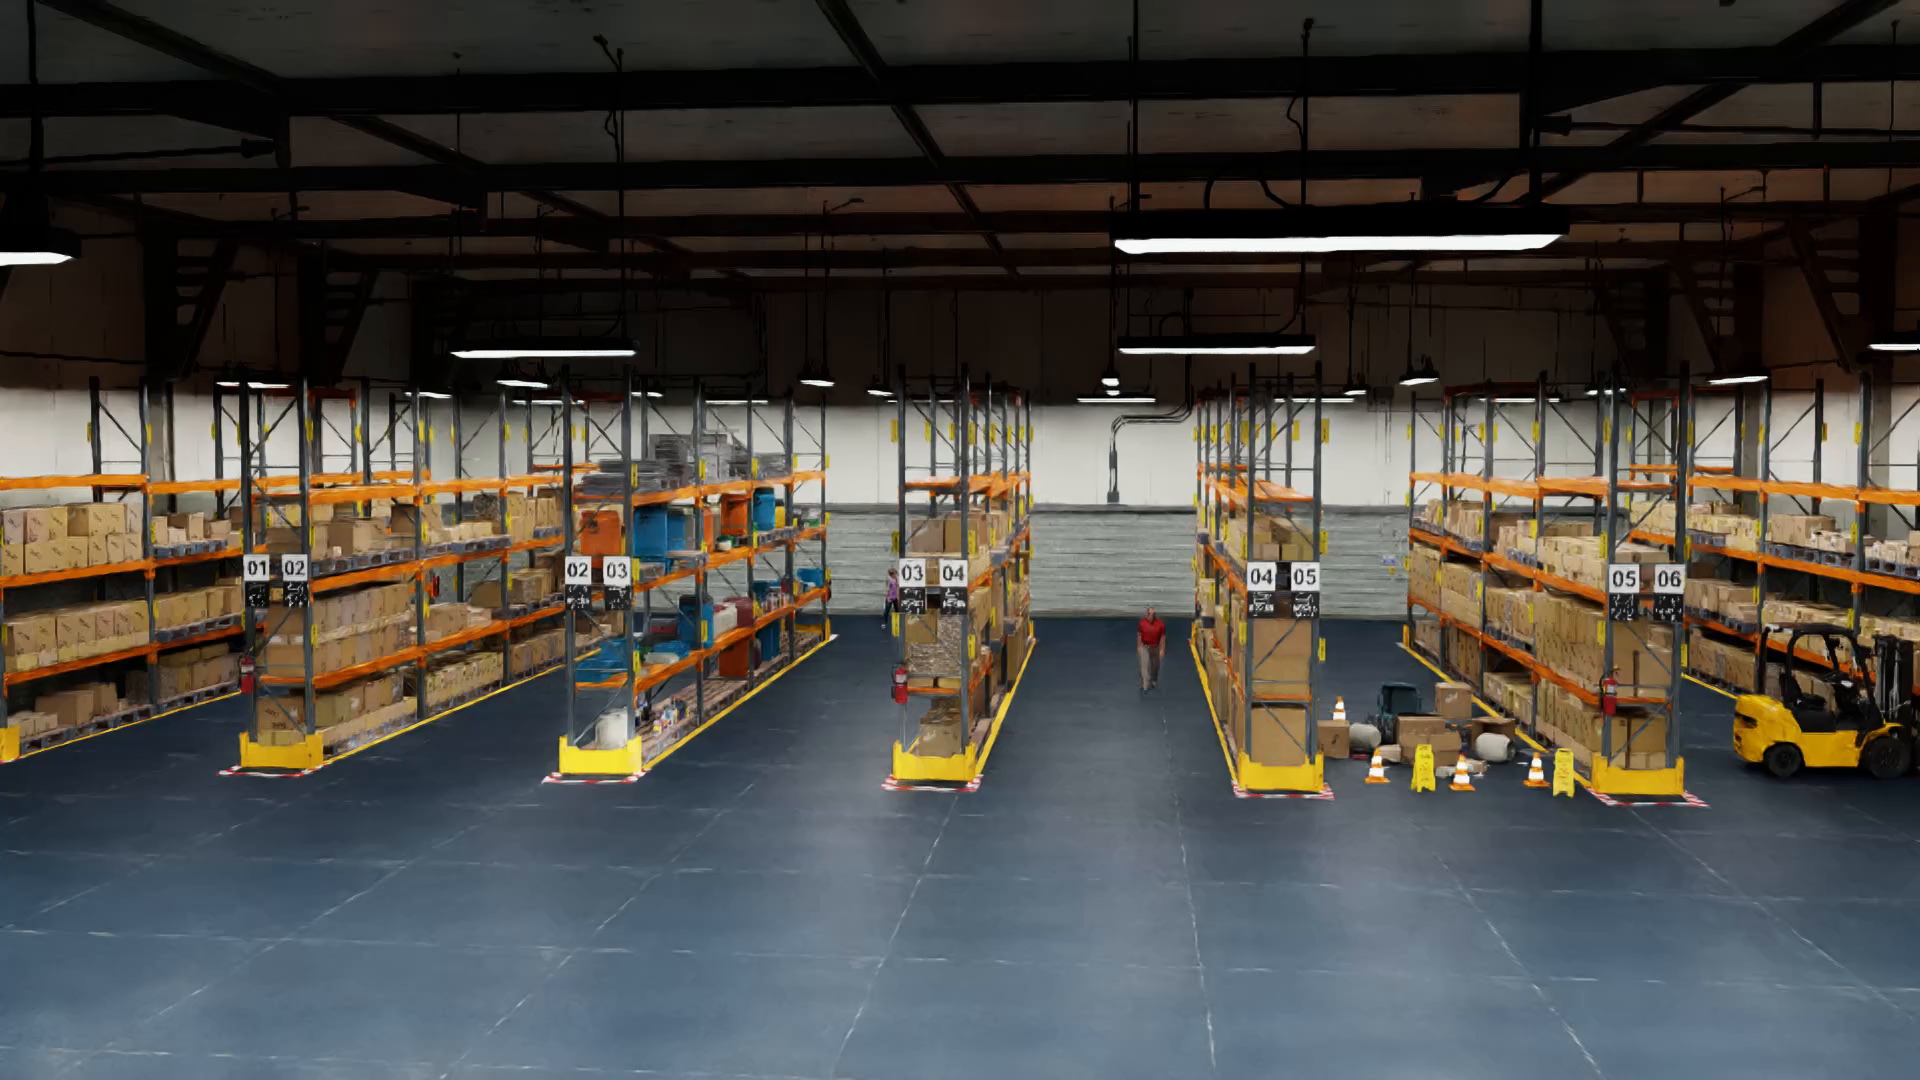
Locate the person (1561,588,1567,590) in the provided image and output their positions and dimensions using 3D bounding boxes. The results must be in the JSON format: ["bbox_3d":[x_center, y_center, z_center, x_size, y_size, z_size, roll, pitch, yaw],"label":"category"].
[{"bbox_3d":[14.699,1.586,40.394,0.679,1.652,0.498,-1,4,-21],"label":"person"}]

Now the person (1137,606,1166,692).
[{"bbox_3d":[3.713,2.097,32.197,0.540,1.646,1.130,0,4,3],"label":"person"}]

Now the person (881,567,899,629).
[{"bbox_3d":[-1.699,1.475,42.432,0.531,1.586,0.636,3,5,42],"label":"person"}]
